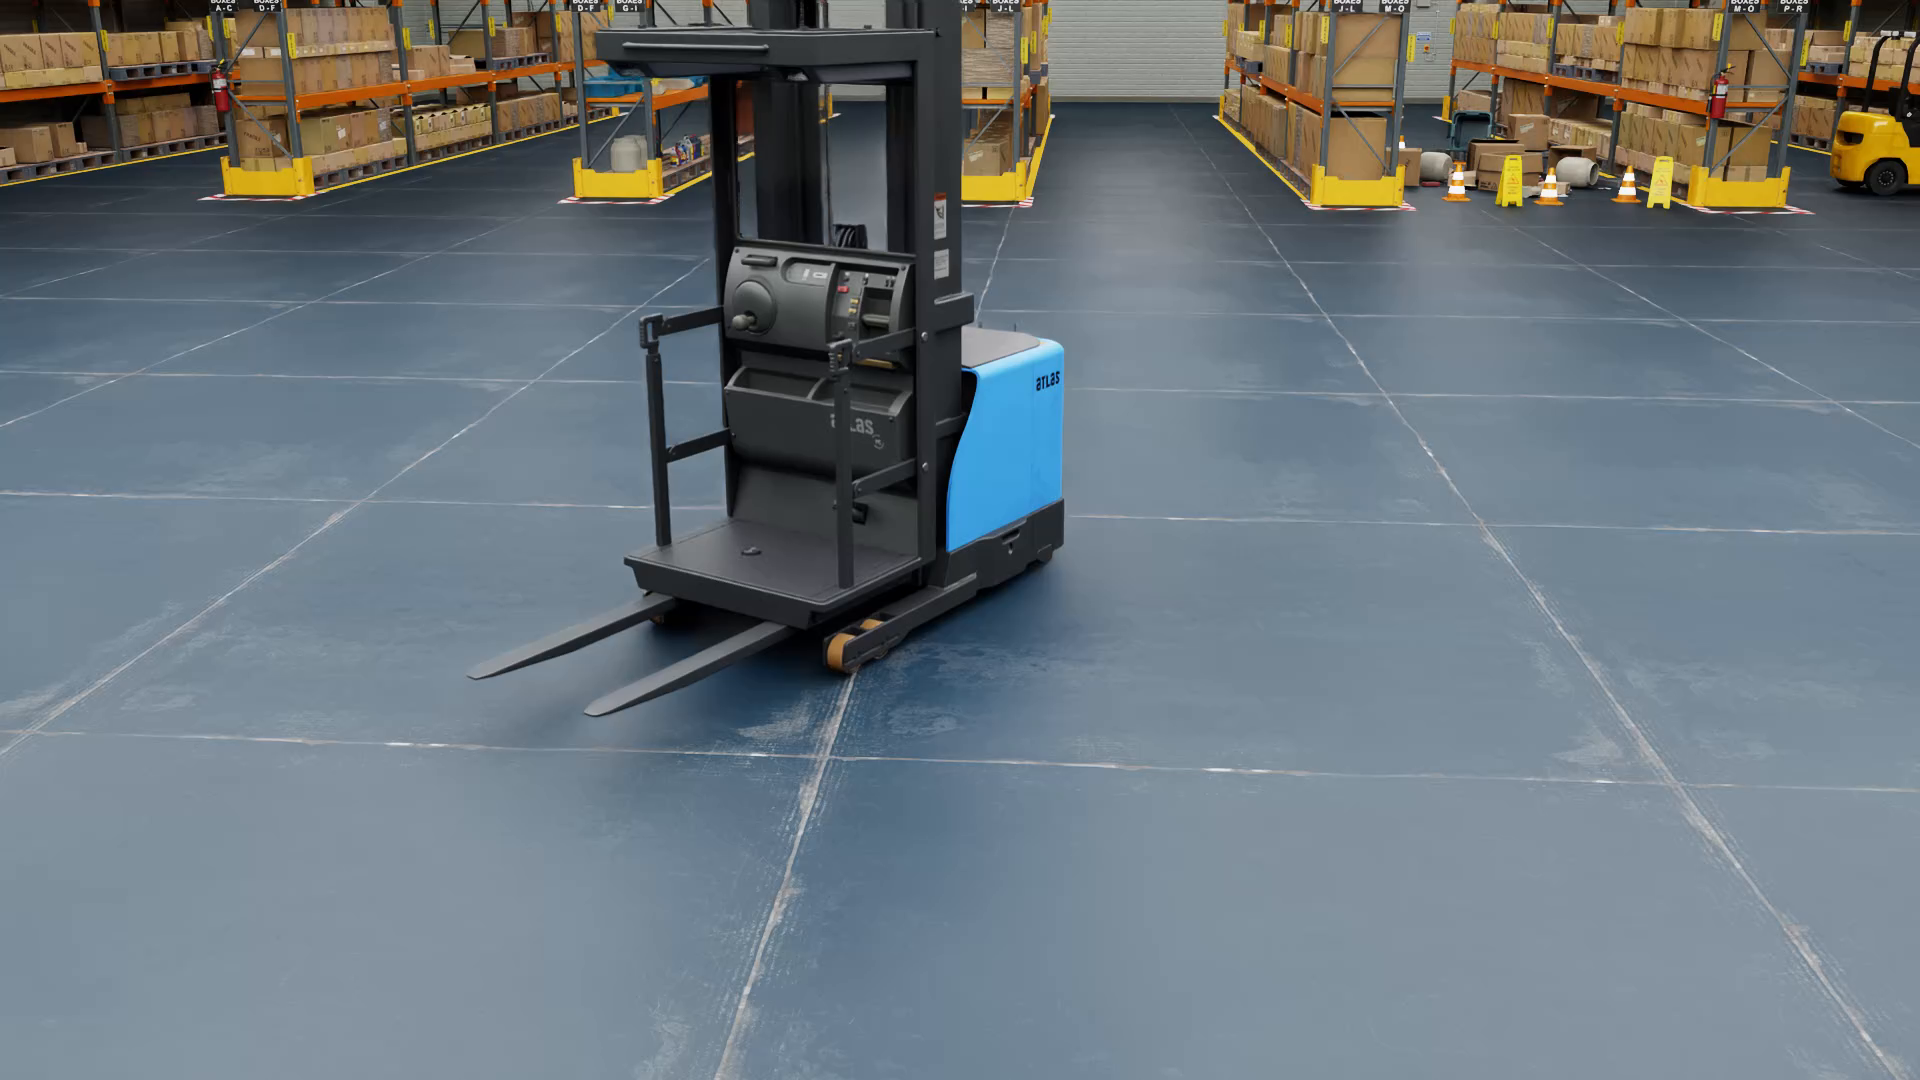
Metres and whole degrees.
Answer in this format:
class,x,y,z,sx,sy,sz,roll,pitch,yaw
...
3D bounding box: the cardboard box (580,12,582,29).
class,x,y,z,sx,sy,sz,roll,pitch,yaw
cardboard box,-8.334,-10.954,35.269,0.500,0.500,0.500,1,18,2

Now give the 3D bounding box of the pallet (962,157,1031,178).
class,x,y,z,sx,sy,sz,roll,pitch,yaw
pallet,0.572,-5.730,25.571,1.003,0.211,1.213,1,18,4

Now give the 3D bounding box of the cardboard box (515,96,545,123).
class,x,y,z,sx,sy,sz,roll,pitch,yaw
cardboard box,-8.552,-8.524,32.927,0.500,0.500,0.500,2,18,5

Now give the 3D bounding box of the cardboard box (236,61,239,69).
class,x,y,z,sx,sy,sz,roll,pitch,yaw
cardboard box,-13.669,-8.904,31.150,0.380,0.149,0.250,2,18,5

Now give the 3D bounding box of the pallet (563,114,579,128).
class,x,y,z,sx,sy,sz,roll,pitch,yaw
pallet,-8.672,-8.859,35.122,1.003,0.211,1.213,1,18,4

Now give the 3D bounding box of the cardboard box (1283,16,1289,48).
class,x,y,z,sx,sy,sz,roll,pitch,yaw
cardboard box,5.663,-8.273,27.087,0.700,0.500,0.500,1,18,3

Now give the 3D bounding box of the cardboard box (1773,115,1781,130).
class,x,y,z,sx,sy,sz,roll,pitch,yaw
cardboard box,15.666,-7.964,31.251,0.500,0.500,0.500,1,18,2

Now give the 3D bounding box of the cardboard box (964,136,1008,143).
class,x,y,z,sx,sy,sz,roll,pitch,yaw
cardboard box,0.368,-5.414,23.468,0.500,0.500,0.500,6,19,18

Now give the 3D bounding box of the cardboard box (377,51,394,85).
class,x,y,z,sx,sy,sz,roll,pitch,yaw
cardboard box,-9.322,-7.396,26.017,0.700,0.500,0.500,1,18,2

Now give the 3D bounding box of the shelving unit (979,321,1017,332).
class,x,y,z,sx,sy,sz,roll,pitch,yaw
shelving unit,0.153,-0.563,8.454,0.215,1.050,0.252,6,19,18

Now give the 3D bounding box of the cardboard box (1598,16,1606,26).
class,x,y,z,sx,sy,sz,roll,pitch,yaw
cardboard box,10.309,-8.188,26.241,0.380,0.149,0.250,1,18,2

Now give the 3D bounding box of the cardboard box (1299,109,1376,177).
class,x,y,z,sx,sy,sz,roll,pitch,yaw
cardboard box,5.281,-5.555,23.297,0.875,0.875,0.875,1,18,3

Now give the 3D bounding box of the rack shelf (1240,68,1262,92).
class,x,y,z,sx,sy,sz,roll,pitch,yaw
rack shelf,5.955,-8.644,31.141,1.077,0.370,4.000,1,18,4

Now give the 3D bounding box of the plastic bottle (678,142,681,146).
class,x,y,z,sx,sy,sz,roll,pitch,yaw
plastic bottle,-4.255,-5.921,25.332,0.061,0.283,0.133,1,18,4

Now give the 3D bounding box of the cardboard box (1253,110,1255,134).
class,x,y,z,sx,sy,sz,roll,pitch,yaw
cardboard box,5.598,-7.587,30.099,0.500,0.500,0.500,1,18,4

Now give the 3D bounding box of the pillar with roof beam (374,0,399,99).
class,x,y,z,sx,sy,sz,roll,pitch,yaw
pillar with roof beam,-9.752,-14.936,39.553,9.100,9.000,0.400,1,18,4

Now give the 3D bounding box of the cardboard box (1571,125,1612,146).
class,x,y,z,sx,sy,sz,roll,pitch,yaw
cardboard box,10.600,-6.596,27.282,0.950,0.372,0.625,2,18,6

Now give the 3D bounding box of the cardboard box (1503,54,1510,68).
class,x,y,z,sx,sy,sz,roll,pitch,yaw
cardboard box,10.712,-9.165,31.817,0.500,0.250,0.500,1,18,3

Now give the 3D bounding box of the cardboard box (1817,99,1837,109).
class,x,y,z,sx,sy,sz,roll,pitch,yaw
cardboard box,15.478,-7.740,29.526,0.380,0.149,0.250,0,18,1

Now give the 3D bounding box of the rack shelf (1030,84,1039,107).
class,x,y,z,sx,sy,sz,roll,pitch,yaw
rack shelf,0.728,-7.544,27.783,1.077,0.370,4.000,1,18,4

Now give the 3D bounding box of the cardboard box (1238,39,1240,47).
class,x,y,z,sx,sy,sz,roll,pitch,yaw
cardboard box,5.594,-9.636,32.264,0.380,0.149,0.250,1,18,3

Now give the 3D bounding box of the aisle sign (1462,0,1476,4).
class,x,y,z,sx,sy,sz,roll,pitch,yaw
aisle sign,11.045,-12.034,36.158,0.394,0.787,0.004,1,18,4

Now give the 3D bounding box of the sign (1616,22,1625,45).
class,x,y,z,sx,sy,sz,roll,pitch,yaw
sign,9.915,-7.605,24.955,0.100,0.325,0.005,1,18,4

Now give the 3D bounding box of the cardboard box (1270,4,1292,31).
class,x,y,z,sx,sy,sz,roll,pitch,yaw
cardboard box,6.373,-10.406,33.118,0.500,0.500,0.500,2,18,5

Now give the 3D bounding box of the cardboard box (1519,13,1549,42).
class,x,y,z,sx,sy,sz,roll,pitch,yaw
cardboard box,10.646,-9.445,30.665,0.500,0.500,0.500,1,18,3

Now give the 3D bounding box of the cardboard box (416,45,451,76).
class,x,y,z,sx,sy,sz,roll,pitch,yaw
cardboard box,-9.113,-8.255,28.638,0.500,0.500,0.500,0,18,1

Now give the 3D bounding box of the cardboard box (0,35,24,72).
class,x,y,z,sx,sy,sz,roll,pitch,yaw
cardboard box,-14.101,-7.104,24.289,0.500,0.500,0.500,1,18,2

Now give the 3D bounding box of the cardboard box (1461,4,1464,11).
class,x,y,z,sx,sy,sz,roll,pitch,yaw
cardboard box,11.028,-11.497,35.885,0.380,0.149,0.250,2,18,5

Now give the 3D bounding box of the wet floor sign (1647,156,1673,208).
class,x,y,z,sx,sy,sz,roll,pitch,yaw
wet floor sign,9.101,-4.647,21.569,0.267,0.644,0.232,8,20,23

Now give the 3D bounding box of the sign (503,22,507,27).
class,x,y,z,sx,sy,sz,roll,pitch,yaw
sign,-9.264,-10.392,33.932,0.100,0.325,0.005,1,18,4

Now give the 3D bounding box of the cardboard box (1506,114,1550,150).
class,x,y,z,sx,sy,sz,roll,pitch,yaw
cardboard box,8.691,-6.246,25.465,0.500,0.500,0.500,1,18,4

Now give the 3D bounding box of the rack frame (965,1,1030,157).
class,x,y,z,sx,sy,sz,roll,pitch,yaw
rack frame,0.584,-7.264,25.776,1.000,3.000,0.127,1,18,4

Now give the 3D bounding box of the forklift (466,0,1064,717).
class,x,y,z,sx,sy,sz,roll,pitch,yaw
forklift,-0.724,-1.014,6.812,1.130,2.935,3.031,12,21,32

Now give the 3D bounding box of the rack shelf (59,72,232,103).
class,x,y,z,sx,sy,sz,roll,pitch,yaw
rack shelf,-14.094,-7.875,28.796,1.077,0.370,4.000,1,18,4

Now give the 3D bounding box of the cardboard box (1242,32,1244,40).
class,x,y,z,sx,sy,sz,roll,pitch,yaw
cardboard box,5.538,-9.534,31.477,0.380,0.149,0.250,1,18,3

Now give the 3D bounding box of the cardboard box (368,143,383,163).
class,x,y,z,sx,sy,sz,roll,pitch,yaw
cardboard box,-9.178,-5.920,25.414,0.500,0.250,0.500,1,18,4

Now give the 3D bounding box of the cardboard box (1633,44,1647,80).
class,x,y,z,sx,sy,sz,roll,pitch,yaw
cardboard box,10.147,-6.945,24.163,0.500,0.500,0.500,1,18,4

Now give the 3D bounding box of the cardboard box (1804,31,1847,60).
class,x,y,z,sx,sy,sz,roll,pitch,yaw
cardboard box,15.639,-8.936,30.036,0.797,0.503,0.637,1,18,3

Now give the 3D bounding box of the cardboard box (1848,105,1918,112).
class,x,y,z,sx,sy,sz,roll,pitch,yaw
cardboard box,15.649,-7.054,28.271,0.875,0.625,0.625,2,18,6

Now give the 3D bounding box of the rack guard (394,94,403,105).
class,x,y,z,sx,sy,sz,roll,pitch,yaw
rack guard,-13.375,-10.143,38.574,1.175,0.500,0.348,1,18,4

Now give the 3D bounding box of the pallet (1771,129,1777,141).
class,x,y,z,sx,sy,sz,roll,pitch,yaw
pallet,15.973,-7.840,32.009,1.003,0.211,1.213,1,18,4

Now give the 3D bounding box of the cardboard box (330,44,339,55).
class,x,y,z,sx,sy,sz,roll,pitch,yaw
cardboard box,-9.250,-7.117,24.124,0.380,0.149,0.250,1,18,3

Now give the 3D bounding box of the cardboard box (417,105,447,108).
class,x,y,z,sx,sy,sz,roll,pitch,yaw
cardboard box,-9.369,-7.569,29.546,0.500,0.311,0.500,1,18,3

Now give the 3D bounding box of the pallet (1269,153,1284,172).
class,x,y,z,sx,sy,sz,roll,pitch,yaw
pallet,5.505,-6.039,26.513,1.003,0.211,1.213,1,18,4

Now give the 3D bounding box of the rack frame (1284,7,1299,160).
class,x,y,z,sx,sy,sz,roll,pitch,yaw
rack frame,5.524,-7.122,25.342,1.000,3.000,0.127,1,18,4

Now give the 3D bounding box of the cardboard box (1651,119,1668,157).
class,x,y,z,sx,sy,sz,roll,pitch,yaw
cardboard box,10.057,-5.624,23.305,0.500,0.500,0.500,1,18,3

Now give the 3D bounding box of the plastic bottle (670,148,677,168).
class,x,y,z,sx,sy,sz,roll,pitch,yaw
plastic bottle,-4.202,-5.601,24.375,0.097,0.271,0.097,0,18,0

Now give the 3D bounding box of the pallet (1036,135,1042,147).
class,x,y,z,sx,sy,sz,roll,pitch,yaw
pallet,1.003,-7.425,30.743,1.003,0.211,1.213,1,18,4

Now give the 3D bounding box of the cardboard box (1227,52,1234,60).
class,x,y,z,sx,sy,sz,roll,pitch,yaw
cardboard box,5.985,-10.474,35.975,0.380,0.149,0.250,1,18,2

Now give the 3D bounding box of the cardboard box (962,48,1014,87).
class,x,y,z,sx,sy,sz,roll,pitch,yaw
cardboard box,0.365,-6.381,22.442,0.875,0.500,0.500,1,18,4

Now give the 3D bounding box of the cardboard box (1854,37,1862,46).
class,x,y,z,sx,sy,sz,roll,pitch,yaw
cardboard box,15.390,-8.439,28.159,0.380,0.149,0.250,2,18,6

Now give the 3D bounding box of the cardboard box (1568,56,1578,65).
class,x,y,z,sx,sy,sz,roll,pitch,yaw
cardboard box,10.387,-8.013,27.789,0.380,0.149,0.250,1,18,4

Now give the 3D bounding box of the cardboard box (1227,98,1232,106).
class,x,y,z,sx,sy,sz,roll,pitch,yaw
cardboard box,5.959,-9.439,35.840,0.380,0.149,0.250,2,18,6

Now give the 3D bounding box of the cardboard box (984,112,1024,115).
class,x,y,z,sx,sy,sz,roll,pitch,yaw
cardboard box,0.782,-6.971,28.187,0.700,0.500,0.500,3,18,9
